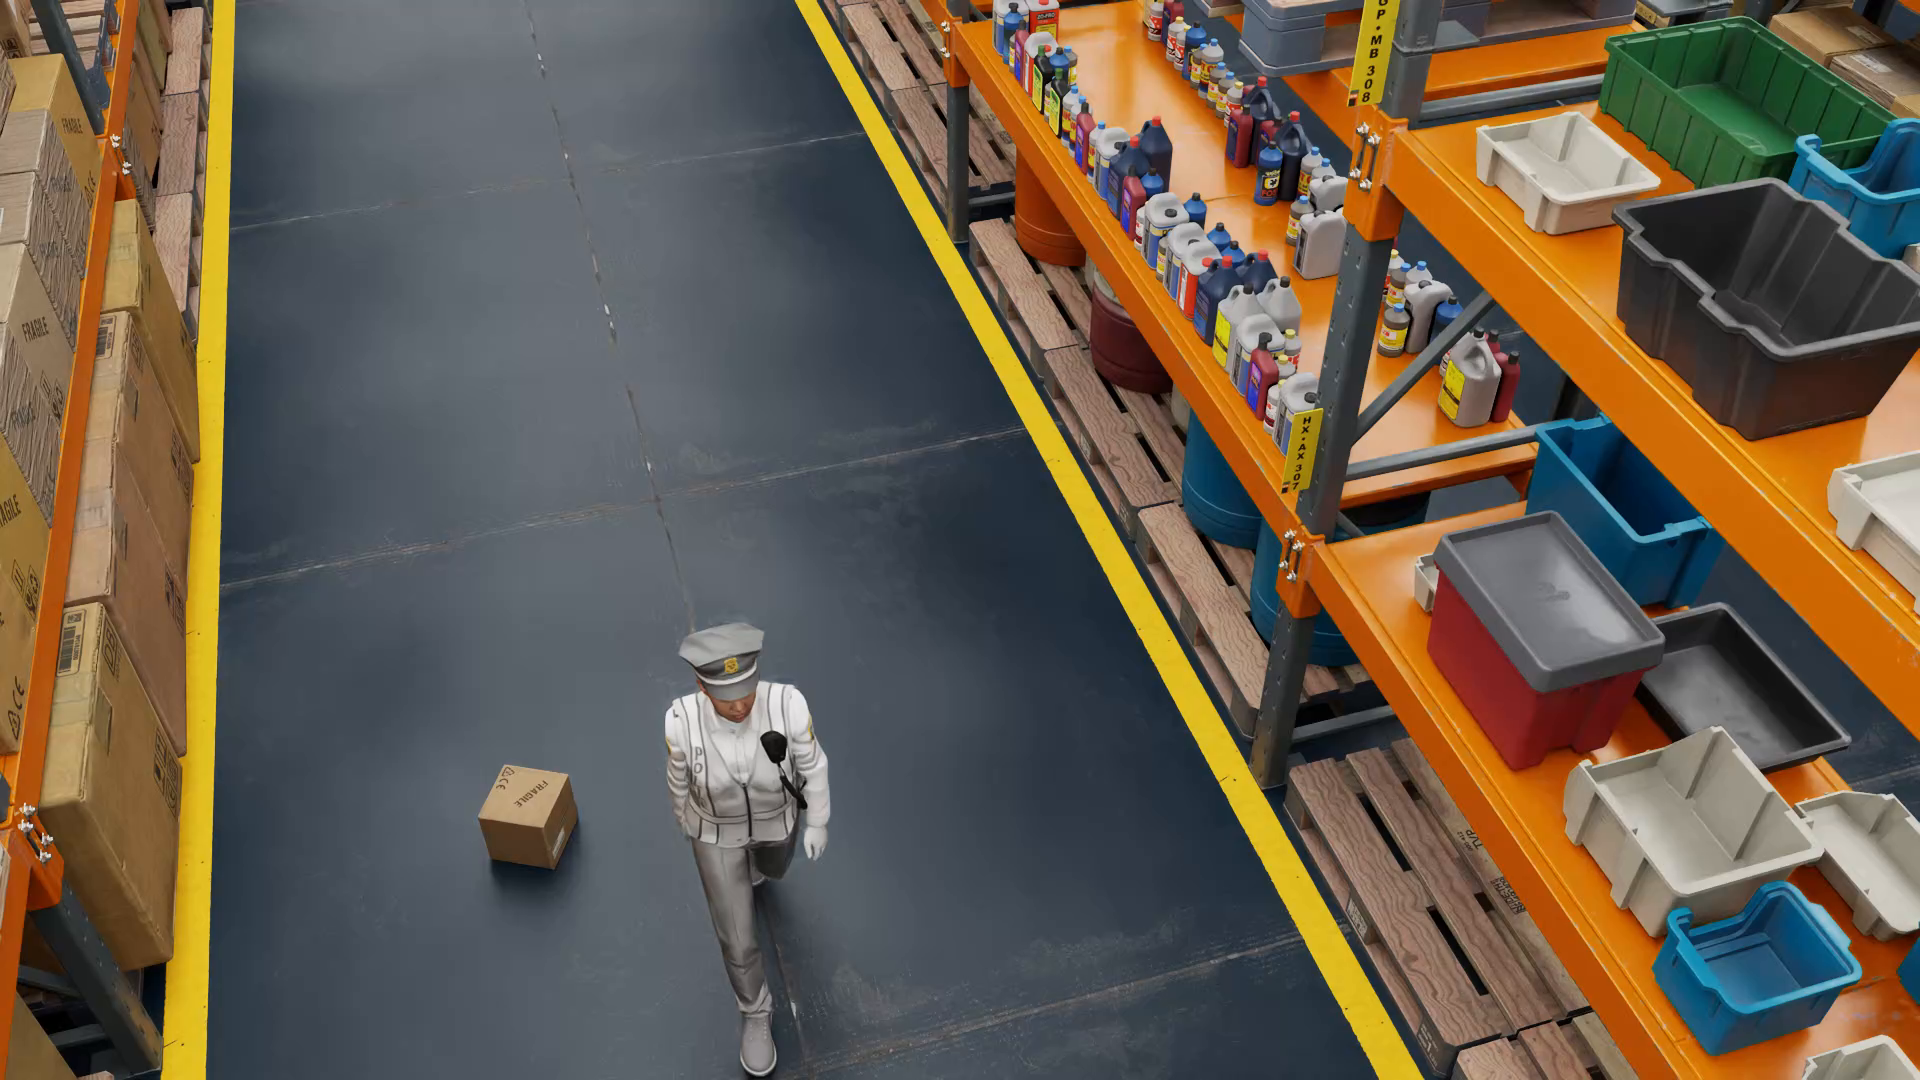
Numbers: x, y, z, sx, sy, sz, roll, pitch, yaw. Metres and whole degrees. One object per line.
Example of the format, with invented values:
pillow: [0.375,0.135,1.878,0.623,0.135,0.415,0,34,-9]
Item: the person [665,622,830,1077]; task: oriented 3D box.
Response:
person: [-0.660,0.825,5.245,0.488,1.631,0.969,-11,44,-12]
